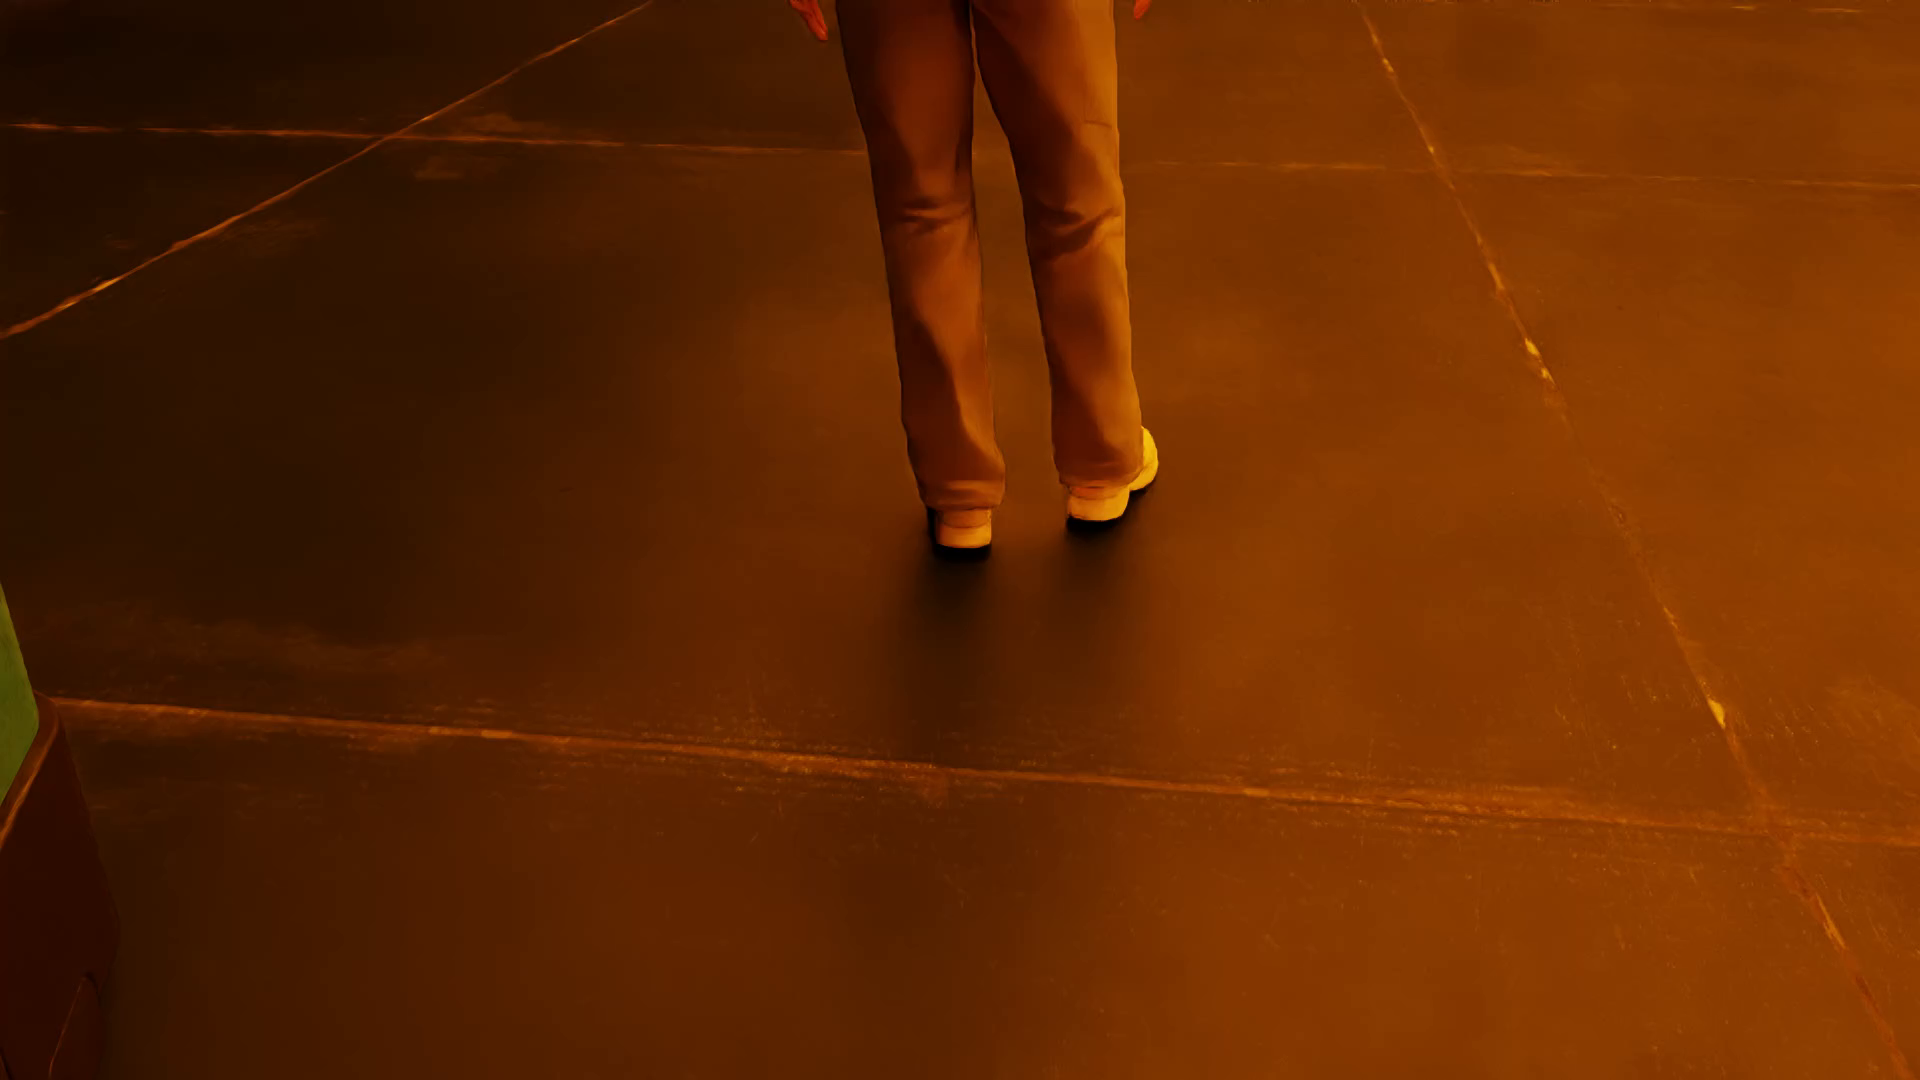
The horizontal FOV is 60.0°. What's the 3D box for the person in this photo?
[{"bbox_3d":[0.023,-0.788,2.187,0.550,1.674,0.548,3,27,7],"label":"person"}]
